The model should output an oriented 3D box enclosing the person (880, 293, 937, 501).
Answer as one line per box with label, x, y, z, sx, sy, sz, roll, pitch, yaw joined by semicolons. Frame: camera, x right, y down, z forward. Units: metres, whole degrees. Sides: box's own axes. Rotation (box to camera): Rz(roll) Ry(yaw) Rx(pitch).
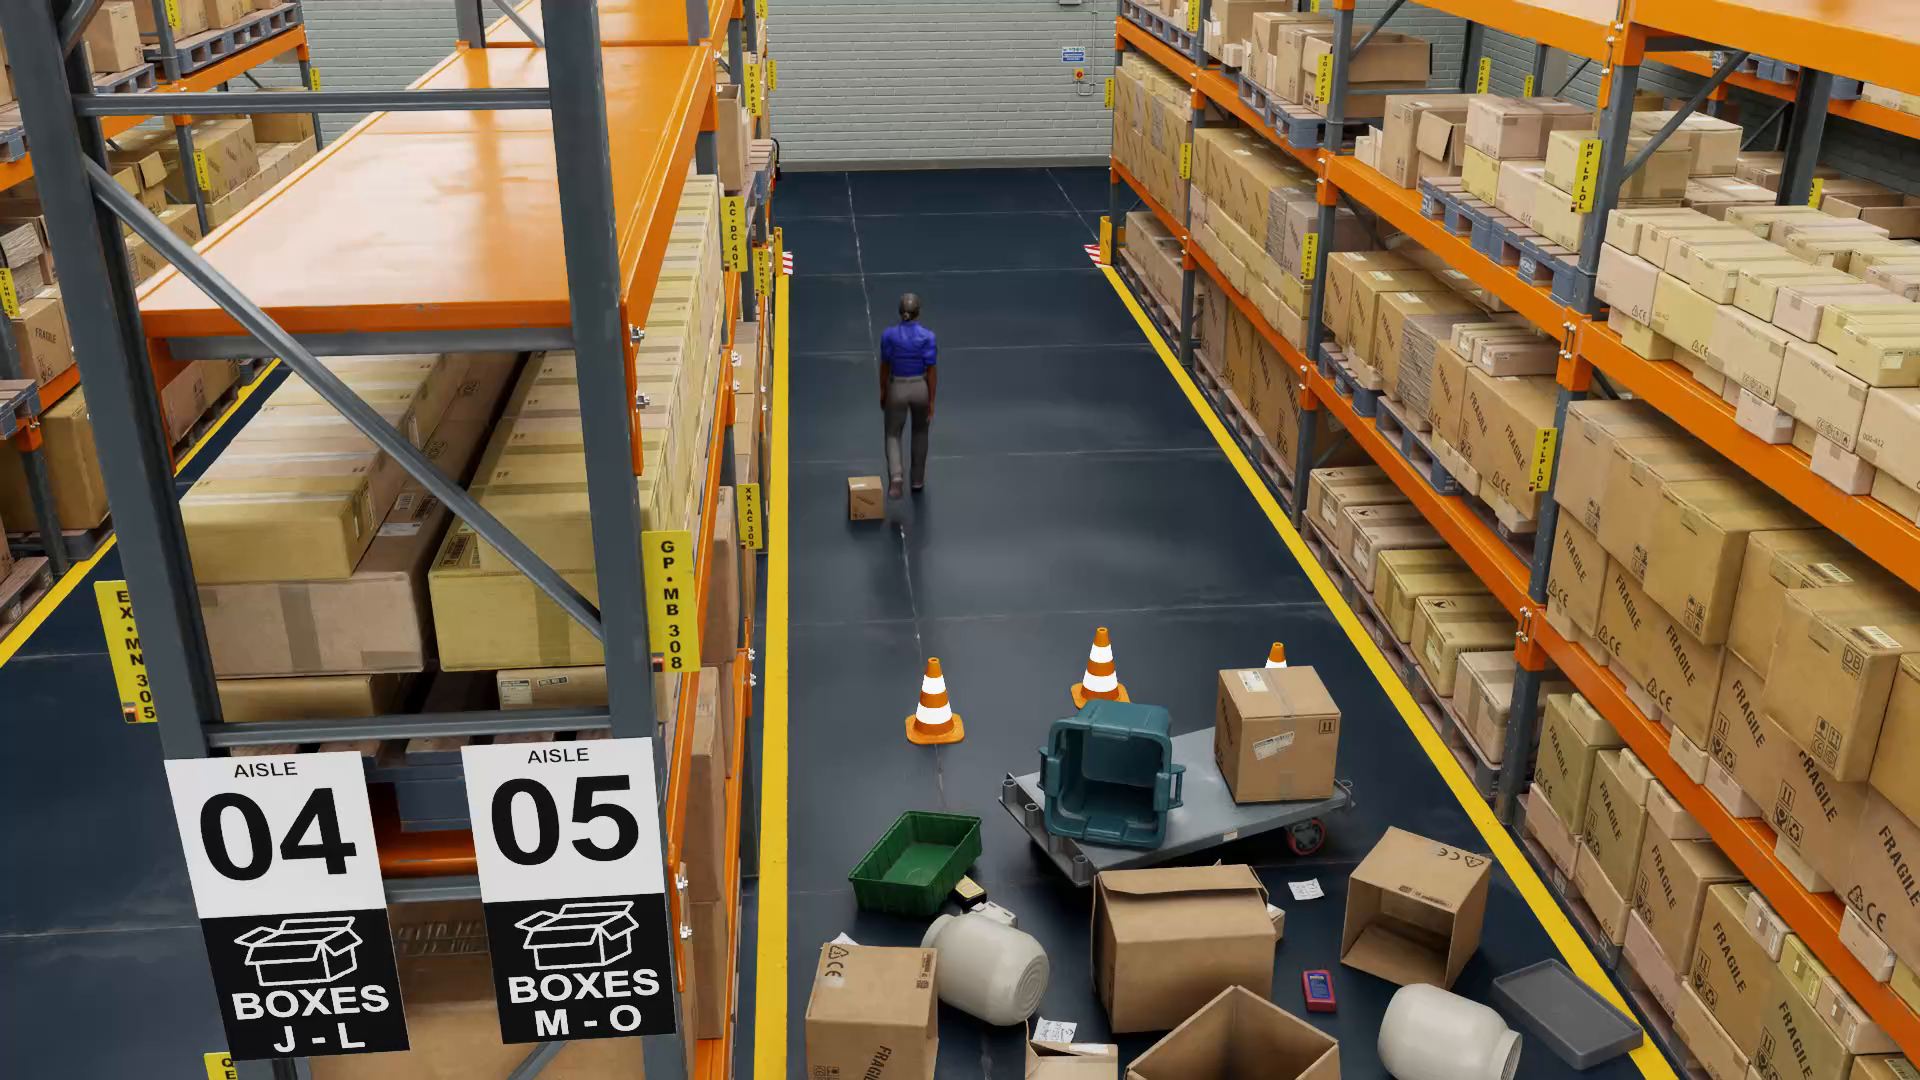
person;-0.396;-1.094;12.761;0.439;1.610;0.795;-1;24;-2
